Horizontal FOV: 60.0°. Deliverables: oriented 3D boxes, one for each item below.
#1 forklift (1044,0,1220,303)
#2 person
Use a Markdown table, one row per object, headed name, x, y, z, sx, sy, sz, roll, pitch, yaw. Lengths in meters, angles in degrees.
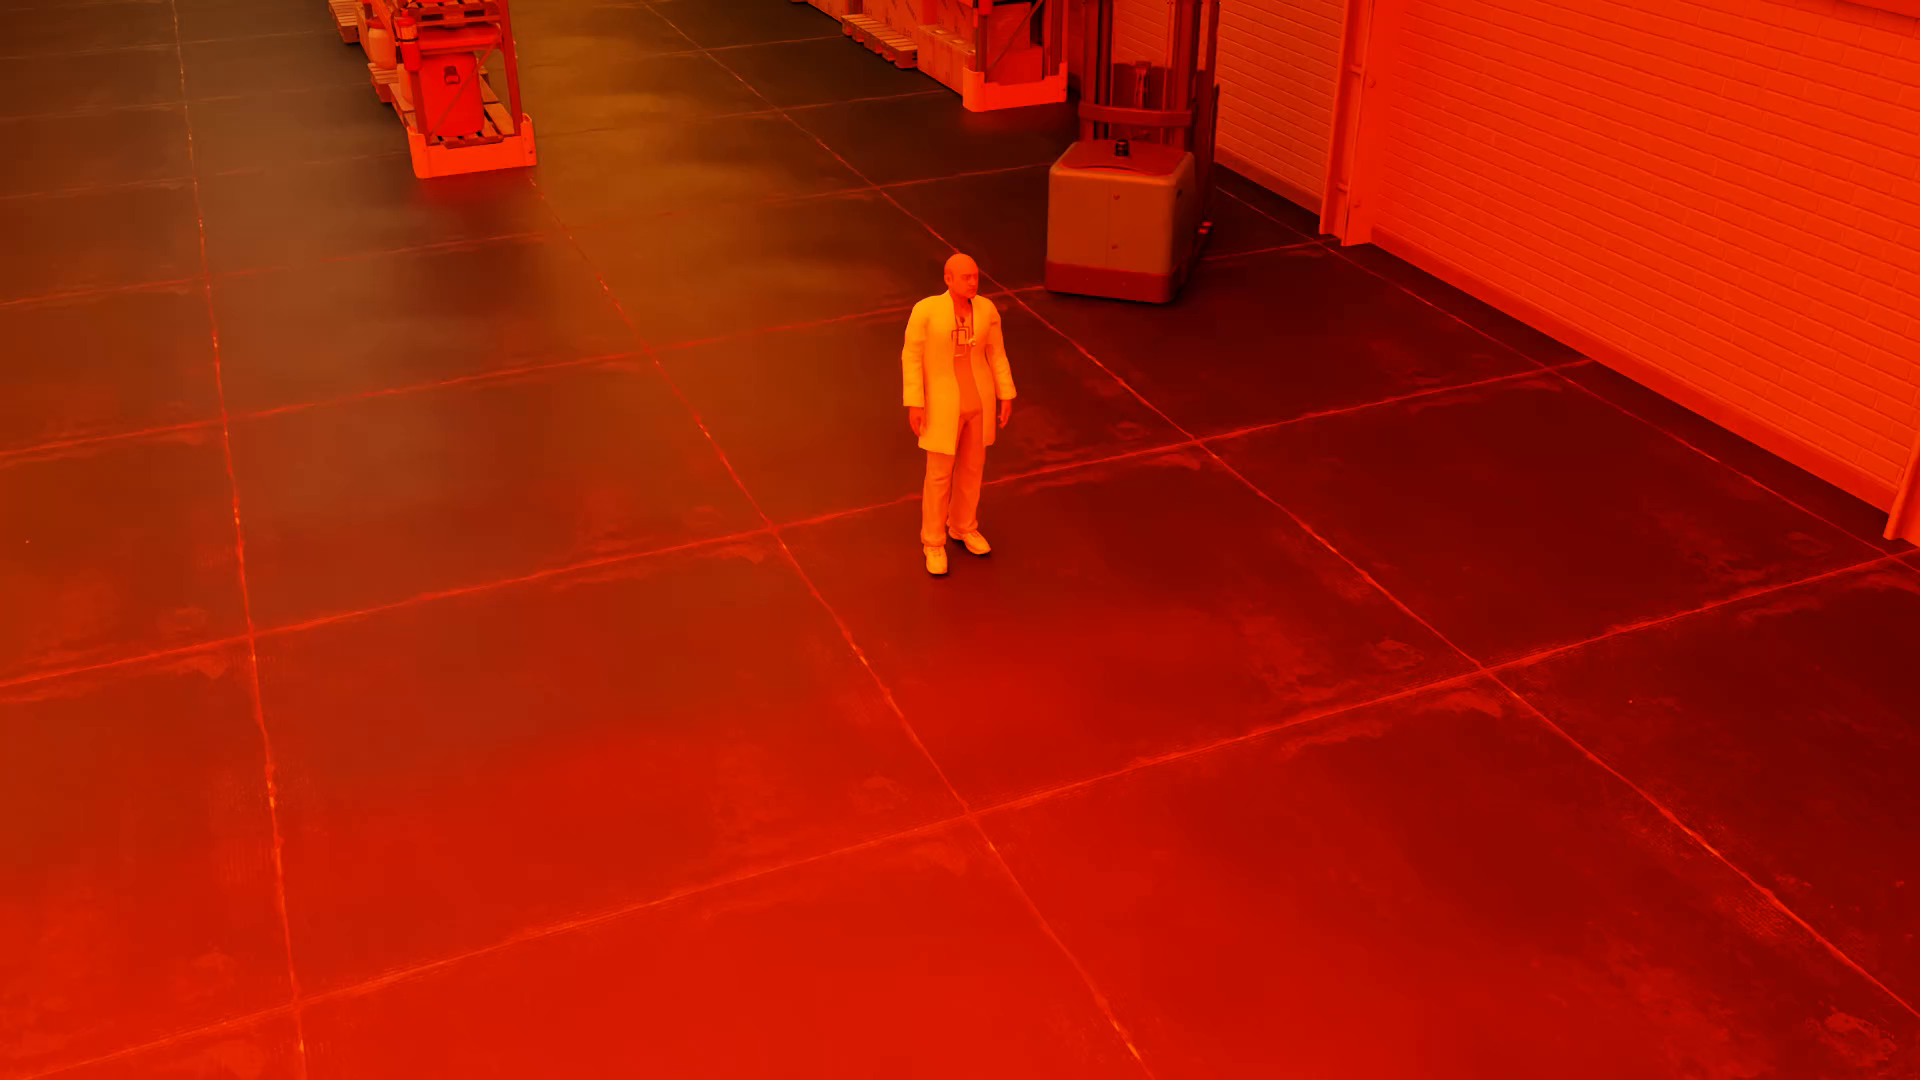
| name | x | y | z | sx | sy | sz | roll | pitch | yaw |
| --- | --- | --- | --- | --- | --- | --- | --- | --- | --- |
| forklift | 1.618 | -3.874 | 13.894 | 1.130 | 2.935 | 3.031 | 9 | 31 | 15 |
| person | 0.032 | -0.736 | 9.554 | 0.696 | 1.775 | 0.581 | -12 | 32 | -20 |
